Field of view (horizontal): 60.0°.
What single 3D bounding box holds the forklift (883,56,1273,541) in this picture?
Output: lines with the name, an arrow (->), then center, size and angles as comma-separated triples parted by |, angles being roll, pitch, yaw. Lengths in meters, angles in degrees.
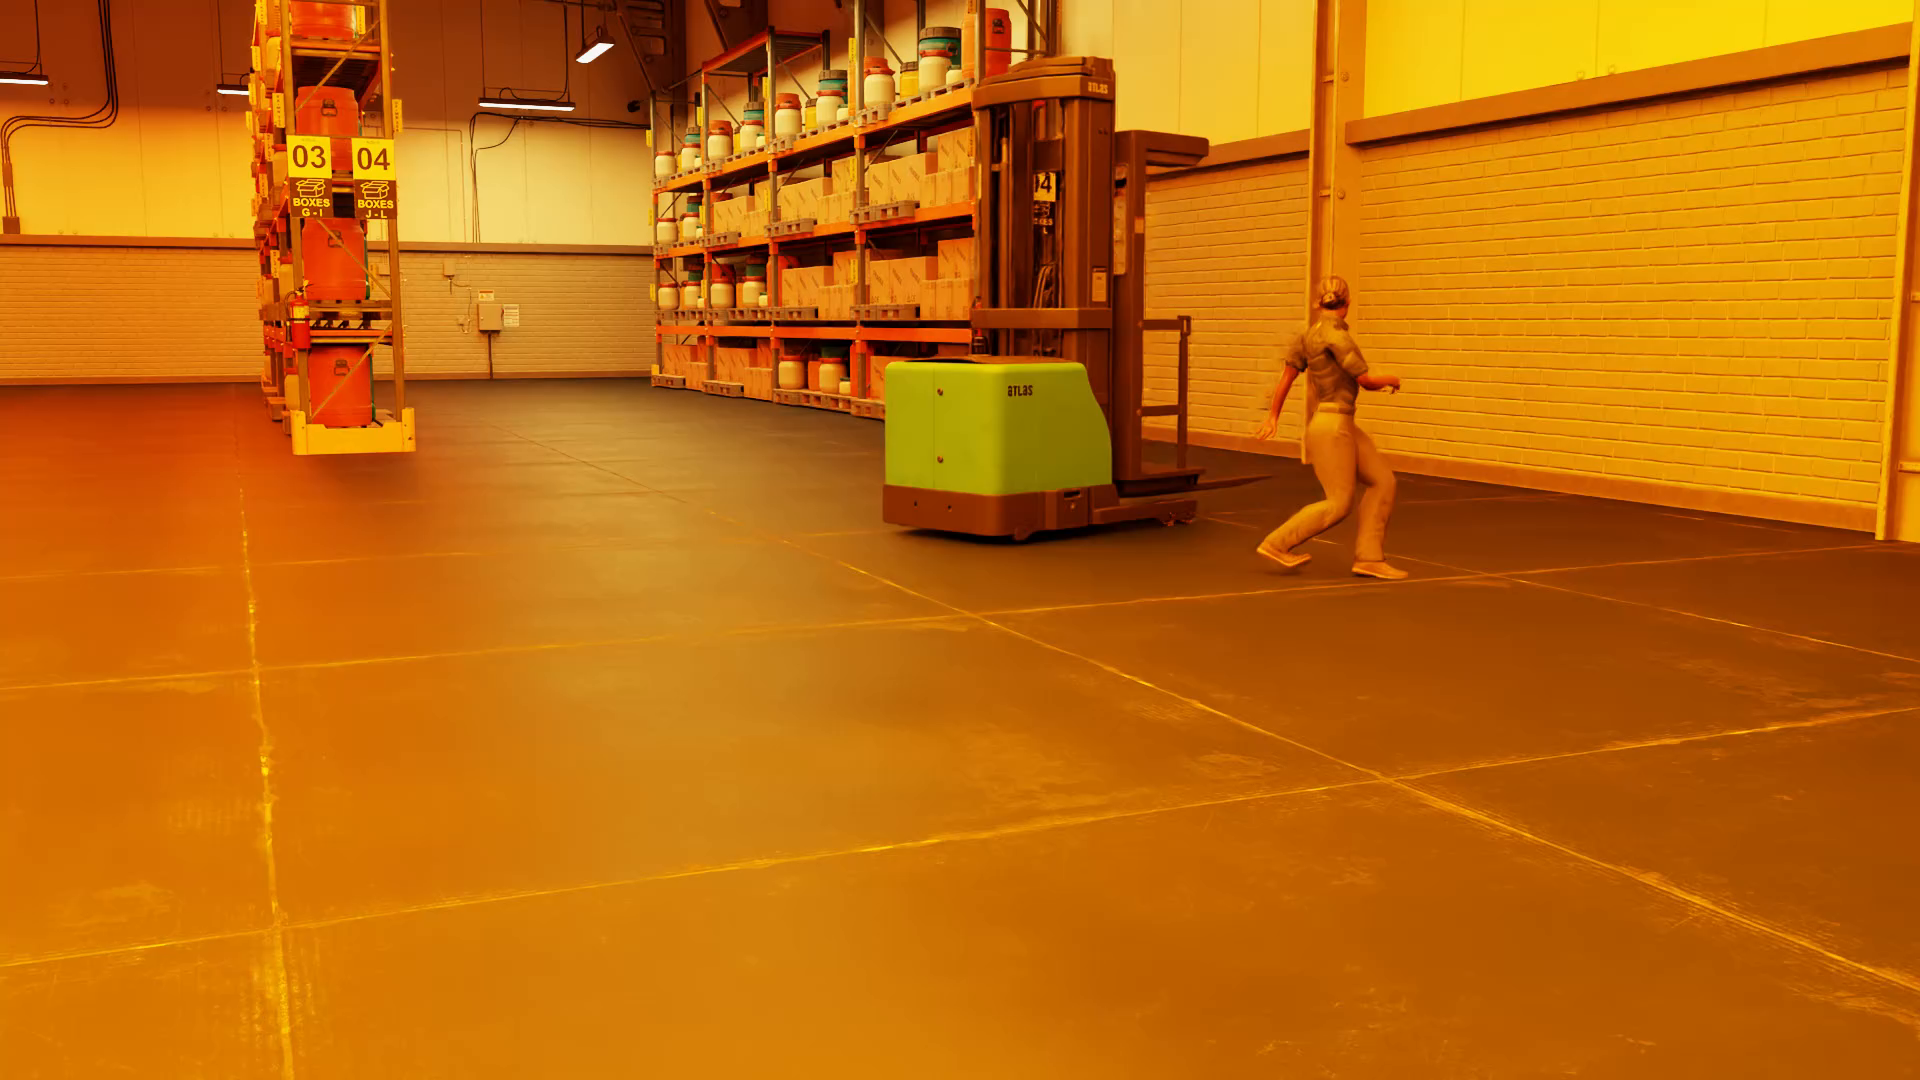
forklift -> 0.925, -1.586, 10.968 | 3.031, 2.935, 1.130 | -7, 10, -44

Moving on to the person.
person -> 1.951, -0.582, 8.680 | 0.821, 1.581, 0.493 | 2, 8, 14
